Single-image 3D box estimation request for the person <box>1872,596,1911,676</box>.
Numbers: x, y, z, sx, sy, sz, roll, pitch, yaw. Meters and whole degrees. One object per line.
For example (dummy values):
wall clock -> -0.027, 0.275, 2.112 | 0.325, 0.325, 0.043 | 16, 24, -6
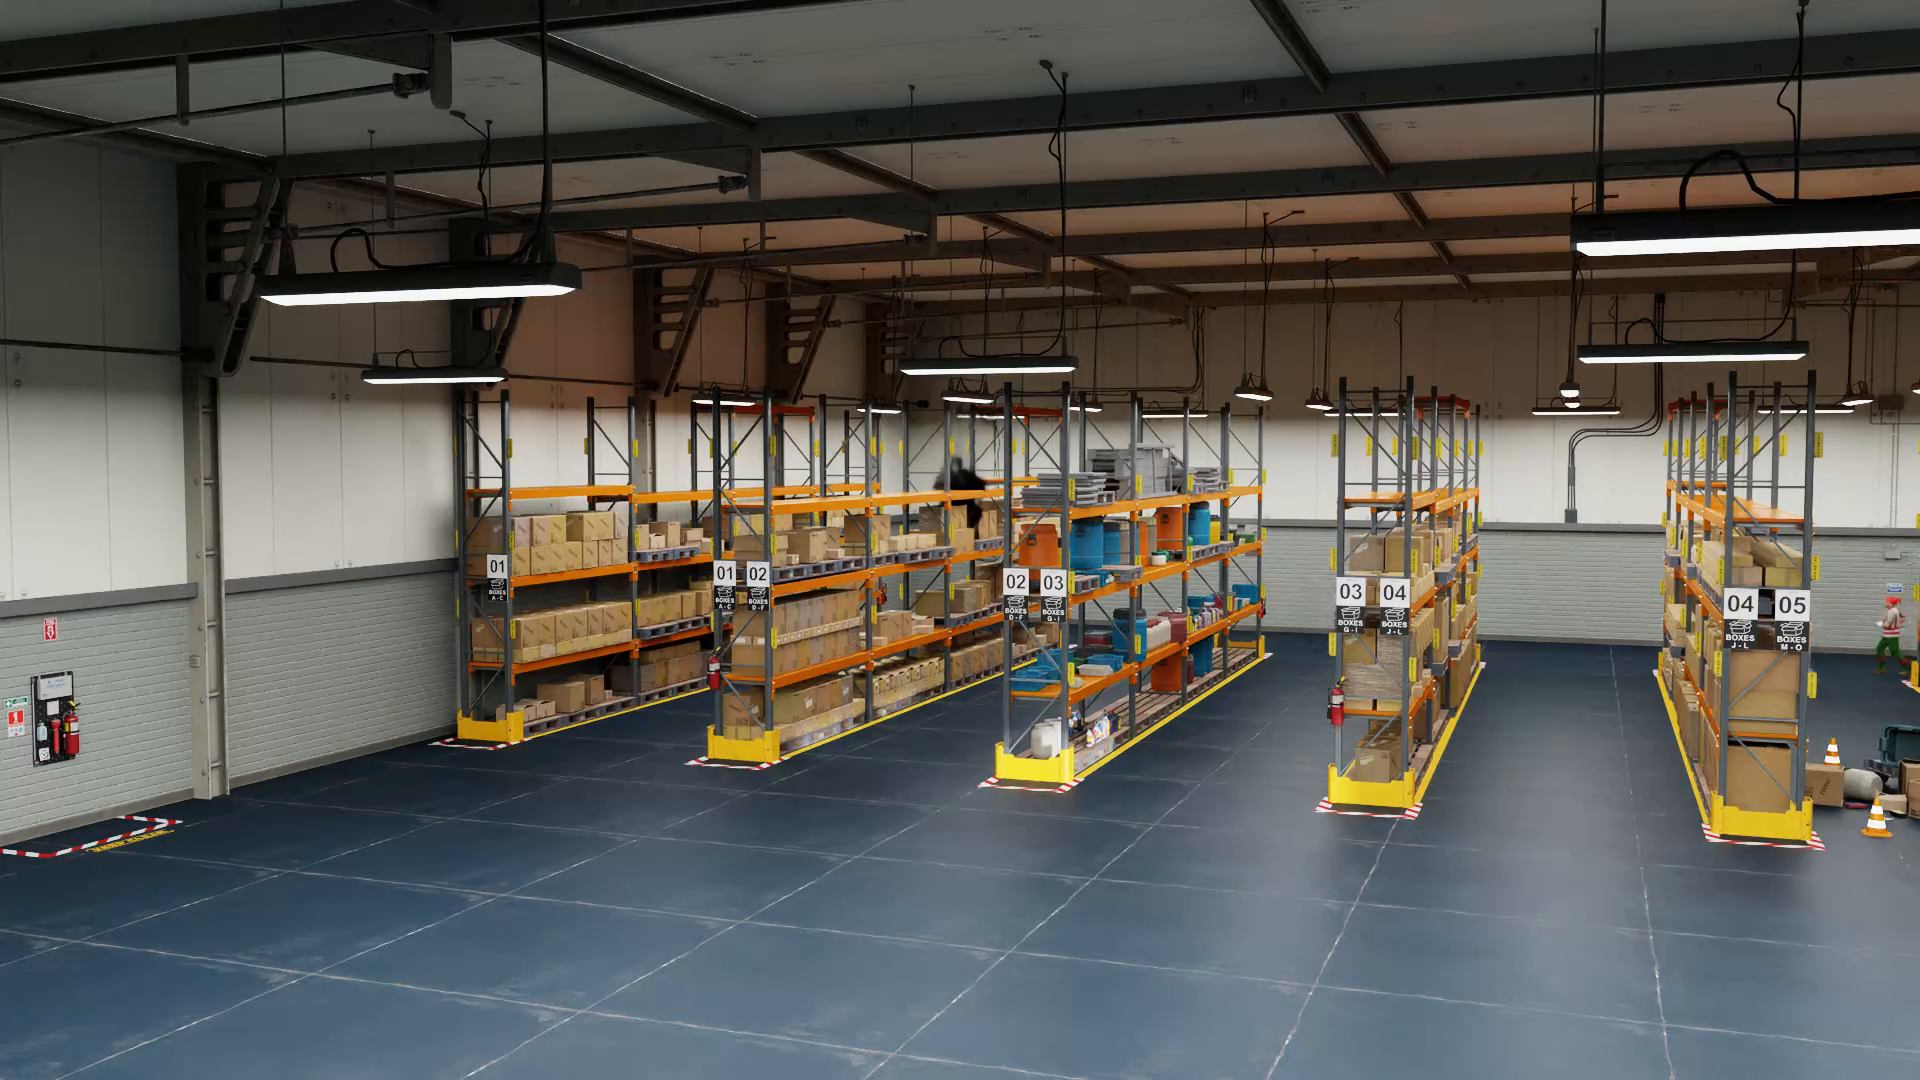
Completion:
person -> 20.372, 2.136, 36.301 | 0.813, 1.830, 0.680 | 2, 4, 30
